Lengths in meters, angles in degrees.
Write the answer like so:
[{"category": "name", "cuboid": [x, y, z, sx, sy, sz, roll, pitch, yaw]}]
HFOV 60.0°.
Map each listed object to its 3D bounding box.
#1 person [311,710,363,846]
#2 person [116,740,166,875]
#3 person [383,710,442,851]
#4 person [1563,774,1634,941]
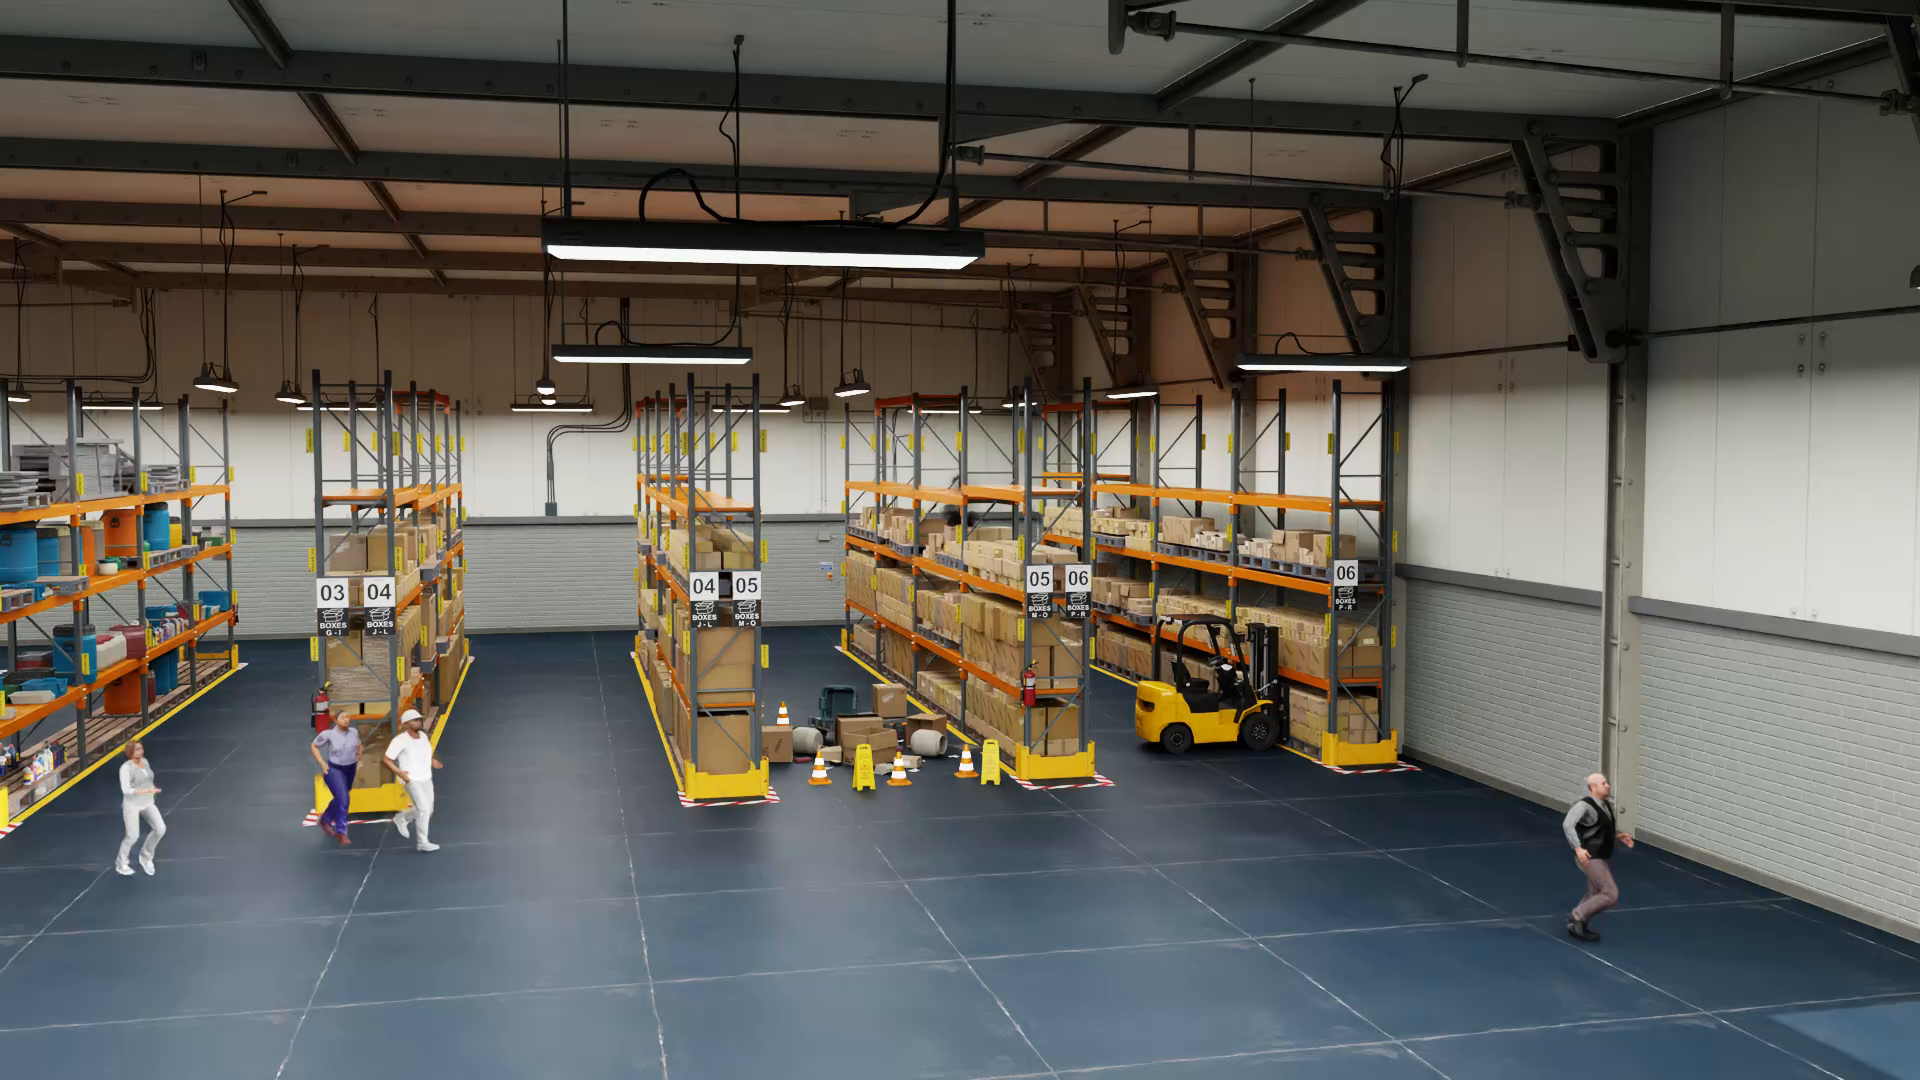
[{"category": "person", "cuboid": [-7.849, 2.986, 21.016, 0.775, 1.693, 0.600, 2, 4, 31]}, {"category": "person", "cuboid": [-9.444, 3.091, 19.166, 0.678, 1.589, 0.512, 1, 4, 24]}, {"category": "person", "cuboid": [-6.749, 2.954, 20.516, 0.779, 1.730, 0.710, 1, 4, 23]}, {"category": "person", "cuboid": [6.417, 3.187, 16.692, 0.601, 1.688, 0.667, 3, 4, 38]}]
